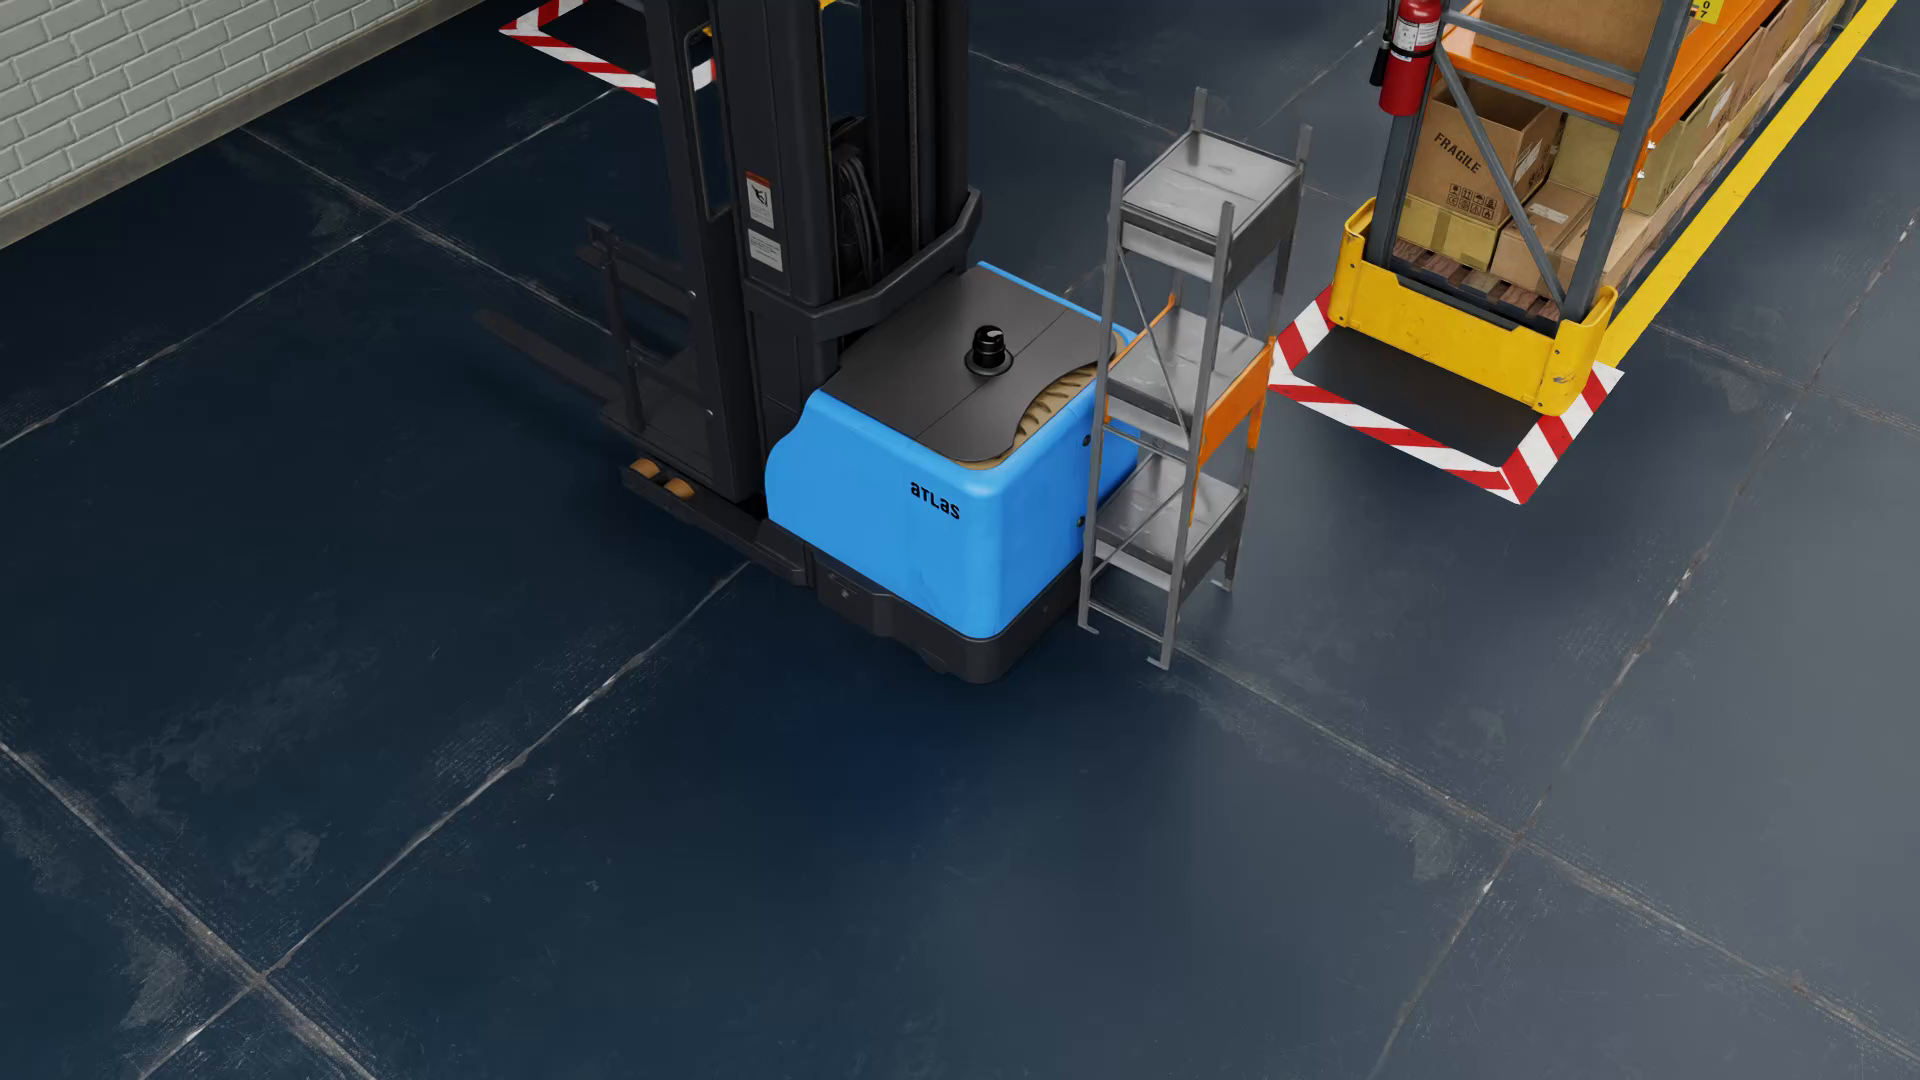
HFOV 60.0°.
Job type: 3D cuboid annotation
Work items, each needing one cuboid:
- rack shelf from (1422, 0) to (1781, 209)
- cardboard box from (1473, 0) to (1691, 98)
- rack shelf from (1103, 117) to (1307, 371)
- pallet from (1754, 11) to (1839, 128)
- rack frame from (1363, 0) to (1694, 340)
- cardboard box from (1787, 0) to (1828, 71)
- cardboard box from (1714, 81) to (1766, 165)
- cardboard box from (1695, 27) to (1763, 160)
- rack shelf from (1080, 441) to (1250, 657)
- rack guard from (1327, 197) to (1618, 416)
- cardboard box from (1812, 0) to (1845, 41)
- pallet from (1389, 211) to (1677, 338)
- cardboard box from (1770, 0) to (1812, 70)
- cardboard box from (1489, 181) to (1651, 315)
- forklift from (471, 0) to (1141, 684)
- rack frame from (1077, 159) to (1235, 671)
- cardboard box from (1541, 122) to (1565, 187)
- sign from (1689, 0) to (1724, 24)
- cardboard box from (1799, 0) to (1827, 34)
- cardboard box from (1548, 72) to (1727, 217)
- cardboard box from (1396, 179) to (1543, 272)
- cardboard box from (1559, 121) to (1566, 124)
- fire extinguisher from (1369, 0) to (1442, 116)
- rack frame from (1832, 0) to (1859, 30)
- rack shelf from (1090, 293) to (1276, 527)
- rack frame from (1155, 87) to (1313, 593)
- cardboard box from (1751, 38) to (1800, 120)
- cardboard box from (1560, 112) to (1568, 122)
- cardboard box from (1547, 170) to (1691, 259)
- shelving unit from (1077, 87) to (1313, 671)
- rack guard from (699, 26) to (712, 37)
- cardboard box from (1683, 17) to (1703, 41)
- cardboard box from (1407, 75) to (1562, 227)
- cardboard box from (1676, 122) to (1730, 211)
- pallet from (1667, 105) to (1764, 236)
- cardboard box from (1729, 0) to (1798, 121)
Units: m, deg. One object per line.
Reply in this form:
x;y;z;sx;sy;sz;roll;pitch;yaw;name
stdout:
3.489;-2.824;7.870;1.077;0.370;4.000;29;53;25;rack shelf
2.562;-2.224;6.731;0.700;0.500;0.500;29;53;25;cardboard box
0.762;-0.935;5.242;0.431;0.518;0.480;27;52;23;rack shelf
4.193;-2.817;9.295;1.003;0.211;1.213;29;53;25;pallet
2.266;-1.928;6.517;1.000;3.000;0.127;29;53;25;rack frame
4.288;-2.768;8.931;0.500;0.250;0.500;29;53;25;cardboard box
3.689;-2.189;8.378;0.500;0.250;0.500;29;53;25;cardboard box
3.370;-2.169;7.840;0.500;0.500;0.500;29;53;25;cardboard box
0.762;0.032;6.254;0.431;0.518;0.480;27;52;23;rack shelf
2.252;-1.051;7.408;1.175;0.500;0.348;29;53;25;rack guard
4.601;-3.050;9.200;0.500;0.250;0.500;29;53;25;cardboard box
2.701;-1.421;7.961;1.003;0.211;1.213;29;53;25;pallet
3.984;-2.740;8.386;0.500;0.500;0.500;29;53;25;cardboard box
2.770;-1.331;7.559;0.500;0.250;0.500;29;53;25;cardboard box
-0.779;-1.373;6.035;3.031;2.935;1.130;30;53;25;forklift
0.622;-0.317;5.601;0.400;2.100;0.015;27;52;23;rack frame
2.657;-1.852;8.056;0.500;0.250;0.500;29;53;25;cardboard box
2.702;-2.005;5.938;0.100;0.325;0.005;29;53;25;sign
4.287;-3.028;8.661;0.500;0.500;0.500;29;53;25;cardboard box
3.075;-1.877;7.562;0.500;0.500;0.500;29;53;25;cardboard box
2.361;-1.560;7.777;0.500;0.250;0.500;29;53;25;cardboard box
2.961;-2.139;8.330;0.500;0.250;0.500;29;53;25;cardboard box
1.827;-2.039;6.677;0.296;0.674;0.183;29;53;25;fire extinguisher
4.712;-4.217;8.703;1.000;3.000;0.127;29;53;25;rack frame
0.762;-0.452;5.748;0.431;0.518;0.480;27;52;23;rack shelf
0.903;-0.605;5.876;0.400;2.100;0.015;27;52;23;rack frame
3.994;-2.475;8.651;0.500;0.250;0.500;29;53;25;cardboard box
2.959;-2.399;8.060;0.500;0.500;0.500;29;53;25;cardboard box
3.073;-1.619;7.833;0.500;0.250;0.500;29;53;25;cardboard box
0.762;-0.461;5.738;0.431;2.100;0.503;27;52;23;shelving unit
-1.609;-3.296;9.552;1.175;0.500;0.348;29;53;25;rack guard
2.879;-2.526;7.020;0.700;0.500;0.500;31;53;26;cardboard box
2.359;-1.820;7.507;0.500;0.500;0.500;29;53;25;cardboard box
3.379;-1.905;8.107;0.500;0.250;0.500;29;53;25;cardboard box
3.447;-2.116;8.625;1.003;0.211;1.213;29;53;25;pallet
3.690;-2.448;8.106;0.500;0.500;0.500;29;53;25;cardboard box
